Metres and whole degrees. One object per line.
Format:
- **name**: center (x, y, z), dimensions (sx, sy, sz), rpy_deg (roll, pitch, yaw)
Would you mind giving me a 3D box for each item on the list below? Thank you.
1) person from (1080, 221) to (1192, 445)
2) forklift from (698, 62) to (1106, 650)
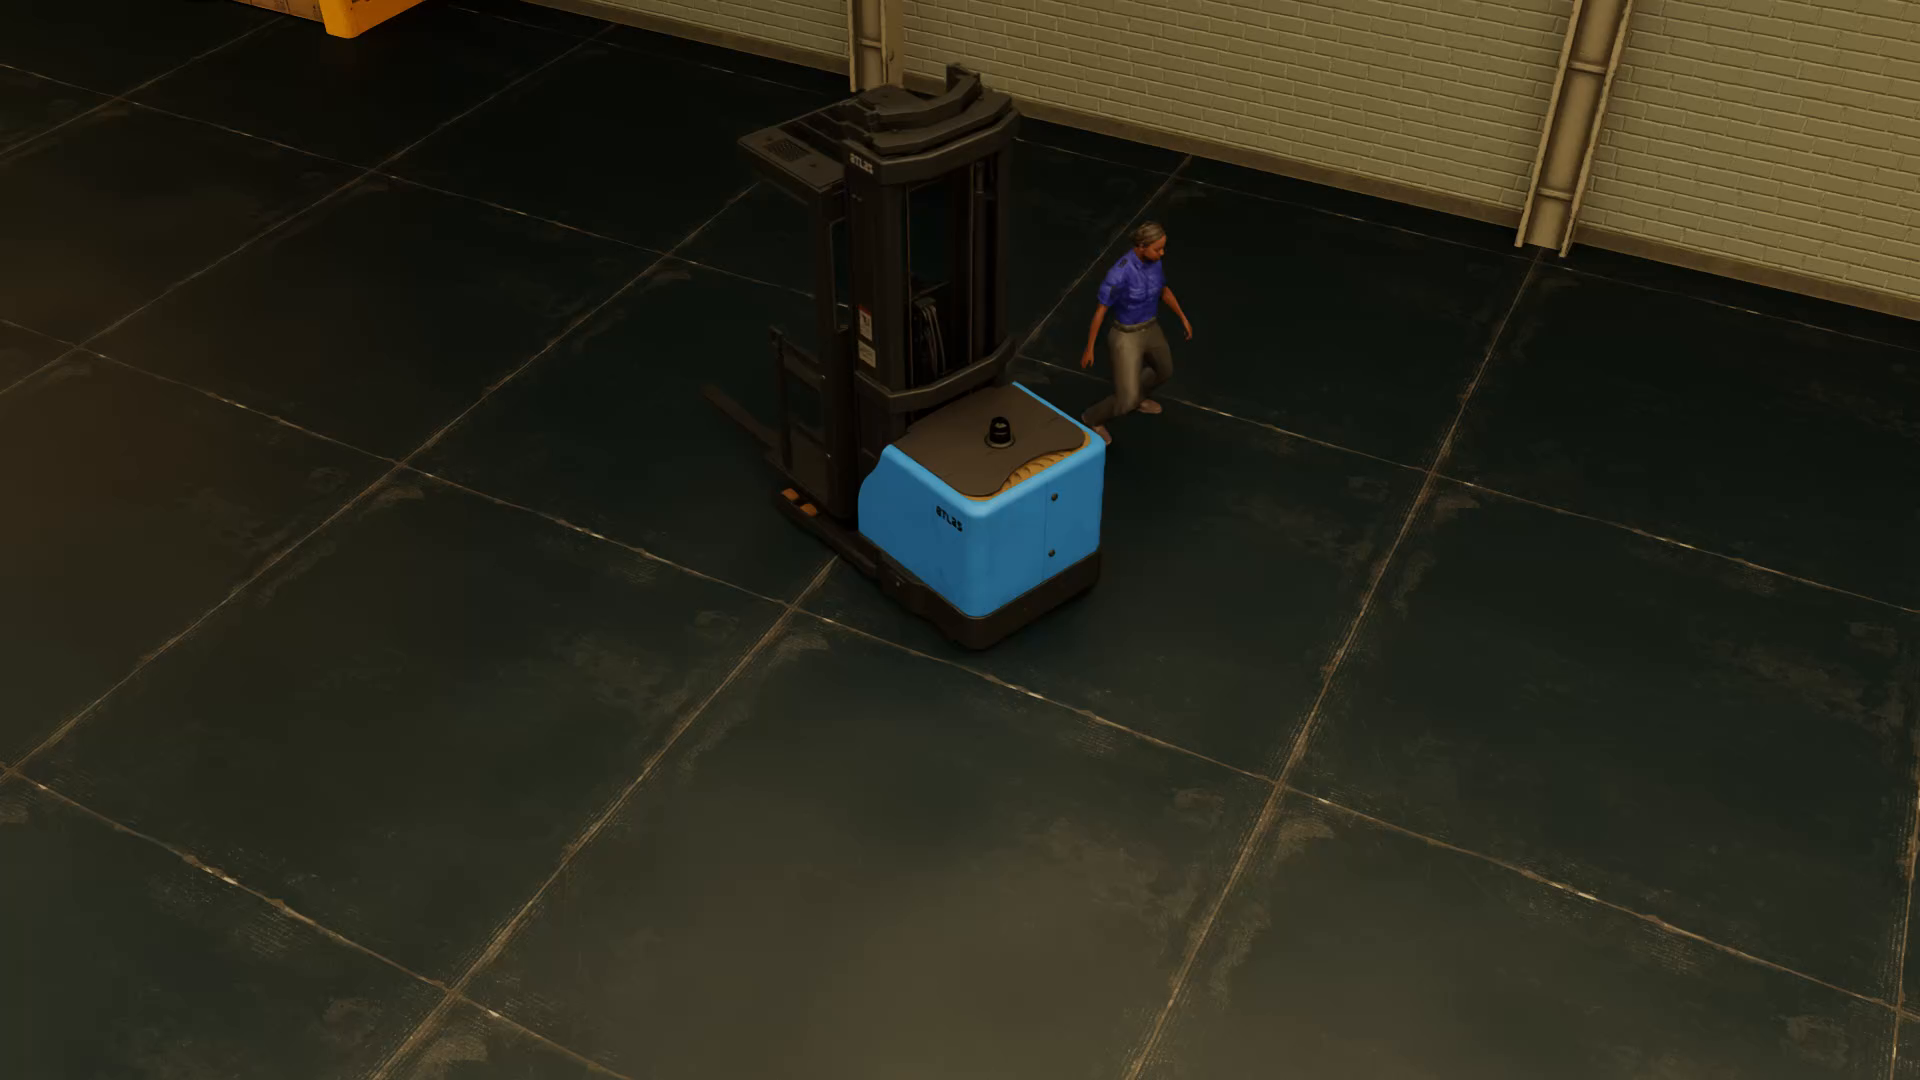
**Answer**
- **person**: center (1.122, -1.304, 10.628), dimensions (0.836, 1.553, 0.533), rpy_deg (-28, 48, -29)
- **forklift**: center (-0.511, -1.374, 9.618), dimensions (1.130, 2.935, 3.031), rpy_deg (-29, 48, -30)
